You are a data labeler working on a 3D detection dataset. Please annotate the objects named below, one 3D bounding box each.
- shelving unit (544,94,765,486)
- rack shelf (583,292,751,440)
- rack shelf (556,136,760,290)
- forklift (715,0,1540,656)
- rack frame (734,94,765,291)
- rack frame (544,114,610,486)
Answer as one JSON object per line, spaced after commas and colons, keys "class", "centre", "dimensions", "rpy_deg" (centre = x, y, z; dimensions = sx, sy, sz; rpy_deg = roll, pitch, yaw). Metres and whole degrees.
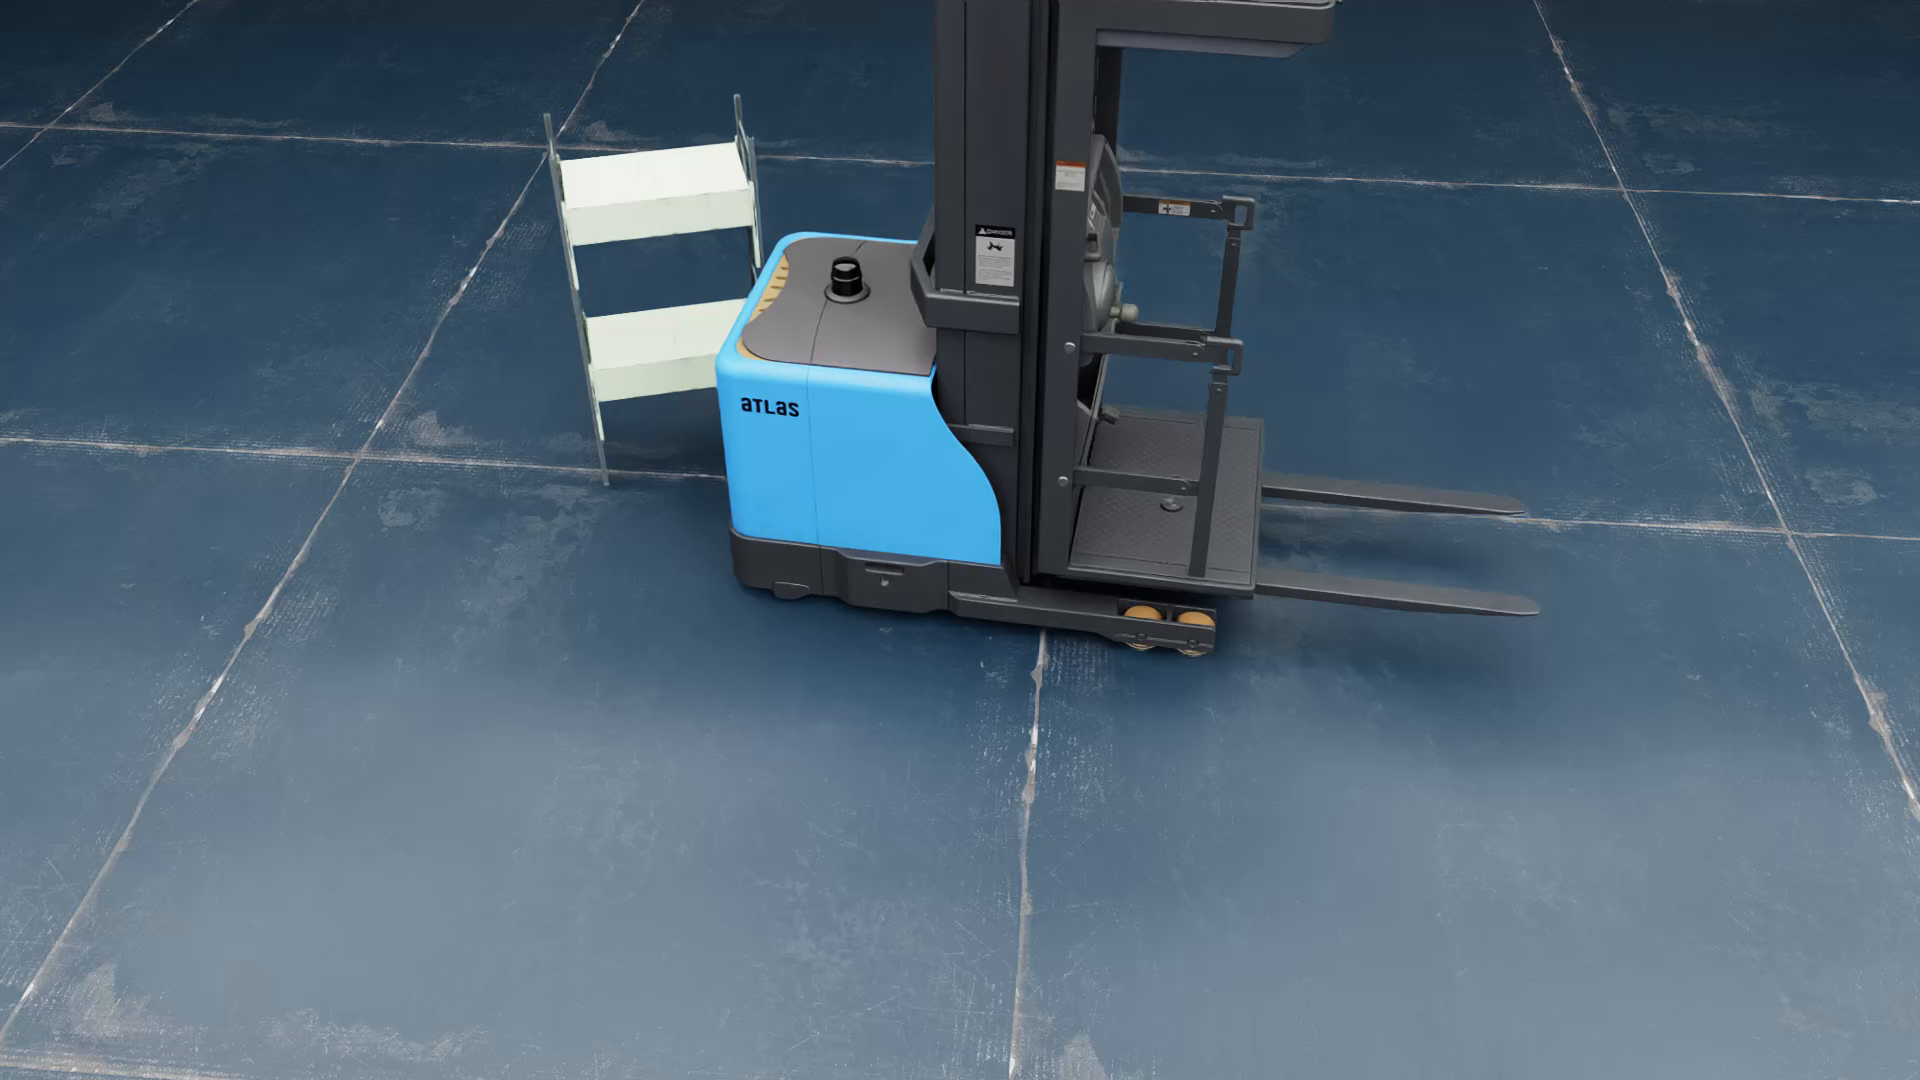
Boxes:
{"class": "shelving unit", "centre": [-1.185, -0.987, 6.775], "dimensions": [0.755, 1.500, 0.431], "rpy_deg": [-9, 40, -11]}
{"class": "rack shelf", "centre": [-1.185, -0.734, 6.981], "dimensions": [0.720, 0.370, 0.431], "rpy_deg": [-9, 40, -11]}
{"class": "rack shelf", "centre": [-1.185, -1.290, 6.529], "dimensions": [0.720, 0.370, 0.431], "rpy_deg": [-9, 40, -11]}
{"class": "forklift", "centre": [0.683, -1.069, 5.742], "dimensions": [3.031, 2.935, 1.130], "rpy_deg": [6, 40, 8]}
{"class": "rack frame", "centre": [-0.829, -1.042, 6.842], "dimensions": [0.023, 1.500, 0.400], "rpy_deg": [-9, 40, -11]}
{"class": "rack frame", "centre": [-1.540, -0.933, 6.708], "dimensions": [0.023, 1.500, 0.400], "rpy_deg": [-9, 40, -11]}
